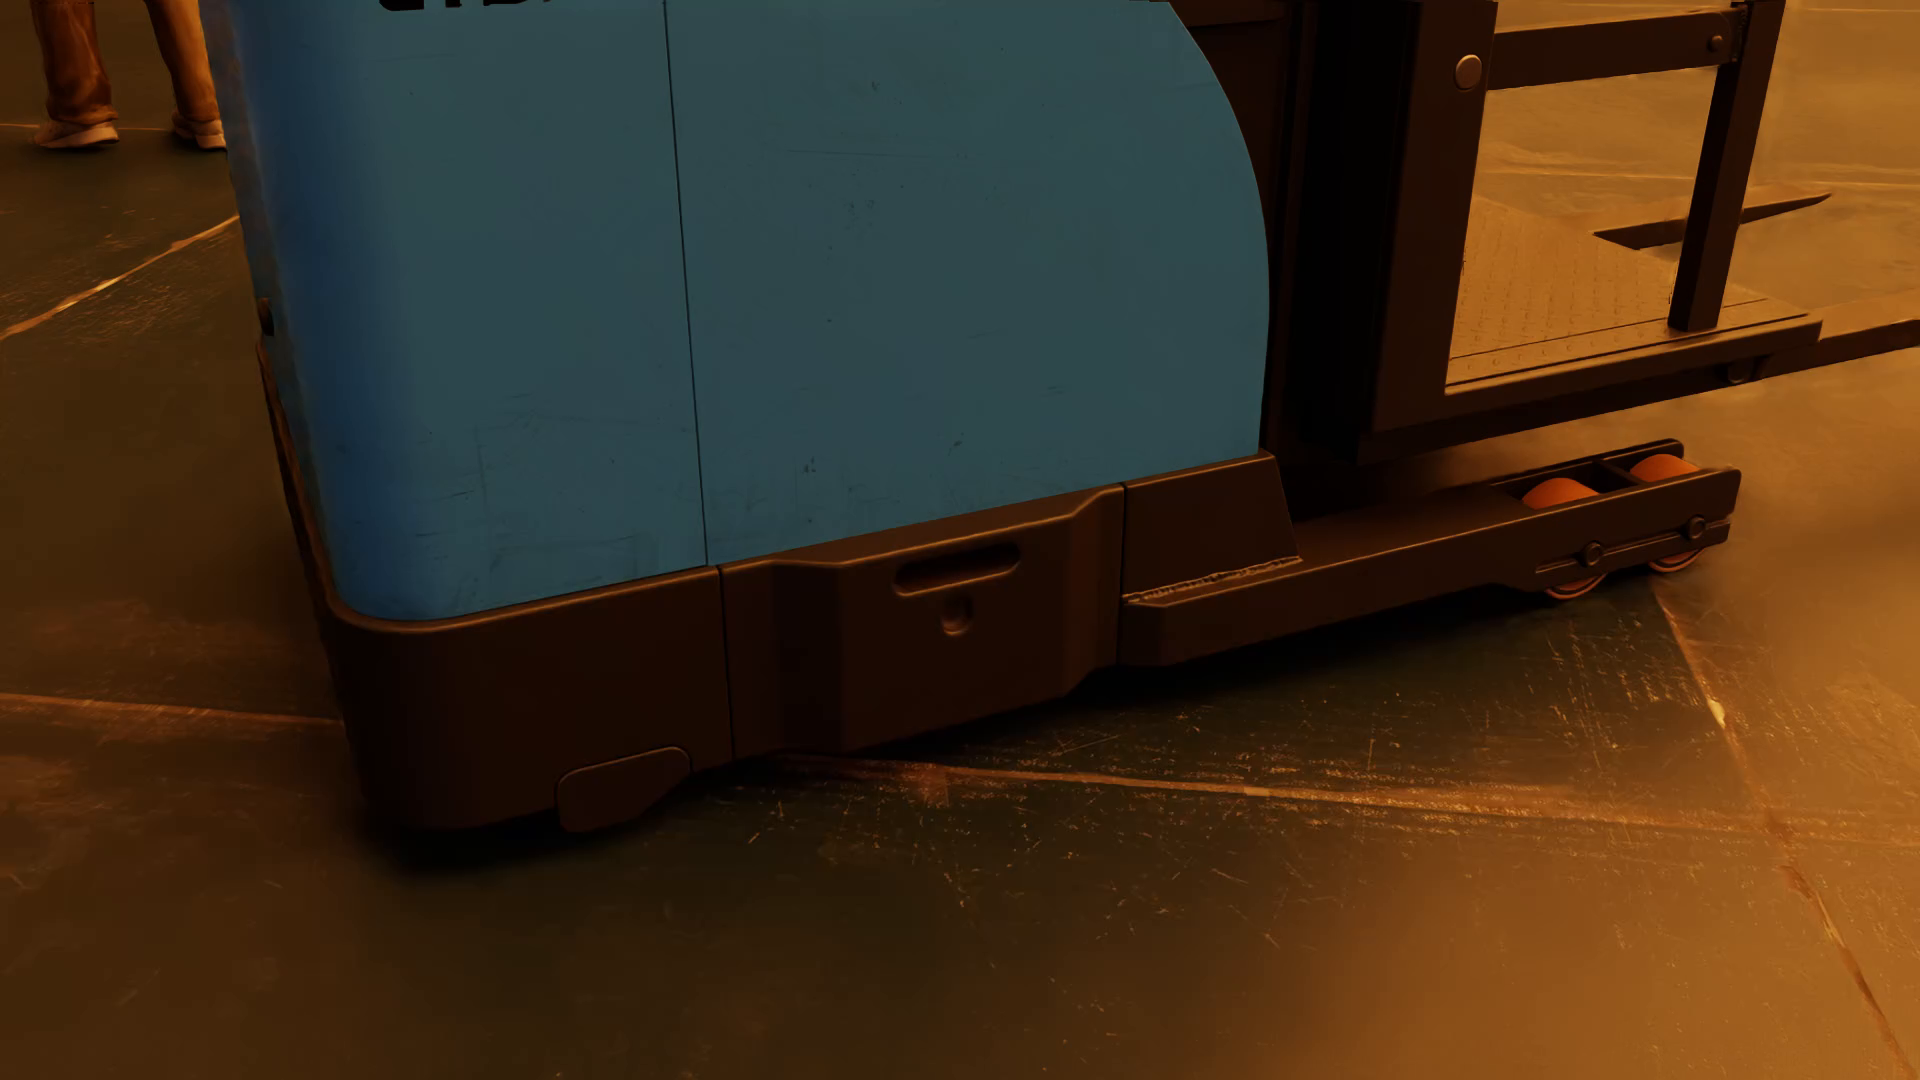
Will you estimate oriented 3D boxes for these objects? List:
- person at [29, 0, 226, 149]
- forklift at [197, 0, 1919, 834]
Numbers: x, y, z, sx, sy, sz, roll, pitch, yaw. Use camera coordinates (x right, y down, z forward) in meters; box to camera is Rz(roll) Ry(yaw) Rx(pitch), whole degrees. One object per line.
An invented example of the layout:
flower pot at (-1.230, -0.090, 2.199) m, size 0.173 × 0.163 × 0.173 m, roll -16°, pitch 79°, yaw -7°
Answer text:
person at (-2.341, -1.929, 4.433) m, size 0.680 × 1.811 × 0.548 m, roll -20°, pitch 33°, yaw -35°
forklift at (0.551, -1.429, 2.081) m, size 3.031 × 2.935 × 1.130 m, roll -12°, pitch 29°, yaw -23°
